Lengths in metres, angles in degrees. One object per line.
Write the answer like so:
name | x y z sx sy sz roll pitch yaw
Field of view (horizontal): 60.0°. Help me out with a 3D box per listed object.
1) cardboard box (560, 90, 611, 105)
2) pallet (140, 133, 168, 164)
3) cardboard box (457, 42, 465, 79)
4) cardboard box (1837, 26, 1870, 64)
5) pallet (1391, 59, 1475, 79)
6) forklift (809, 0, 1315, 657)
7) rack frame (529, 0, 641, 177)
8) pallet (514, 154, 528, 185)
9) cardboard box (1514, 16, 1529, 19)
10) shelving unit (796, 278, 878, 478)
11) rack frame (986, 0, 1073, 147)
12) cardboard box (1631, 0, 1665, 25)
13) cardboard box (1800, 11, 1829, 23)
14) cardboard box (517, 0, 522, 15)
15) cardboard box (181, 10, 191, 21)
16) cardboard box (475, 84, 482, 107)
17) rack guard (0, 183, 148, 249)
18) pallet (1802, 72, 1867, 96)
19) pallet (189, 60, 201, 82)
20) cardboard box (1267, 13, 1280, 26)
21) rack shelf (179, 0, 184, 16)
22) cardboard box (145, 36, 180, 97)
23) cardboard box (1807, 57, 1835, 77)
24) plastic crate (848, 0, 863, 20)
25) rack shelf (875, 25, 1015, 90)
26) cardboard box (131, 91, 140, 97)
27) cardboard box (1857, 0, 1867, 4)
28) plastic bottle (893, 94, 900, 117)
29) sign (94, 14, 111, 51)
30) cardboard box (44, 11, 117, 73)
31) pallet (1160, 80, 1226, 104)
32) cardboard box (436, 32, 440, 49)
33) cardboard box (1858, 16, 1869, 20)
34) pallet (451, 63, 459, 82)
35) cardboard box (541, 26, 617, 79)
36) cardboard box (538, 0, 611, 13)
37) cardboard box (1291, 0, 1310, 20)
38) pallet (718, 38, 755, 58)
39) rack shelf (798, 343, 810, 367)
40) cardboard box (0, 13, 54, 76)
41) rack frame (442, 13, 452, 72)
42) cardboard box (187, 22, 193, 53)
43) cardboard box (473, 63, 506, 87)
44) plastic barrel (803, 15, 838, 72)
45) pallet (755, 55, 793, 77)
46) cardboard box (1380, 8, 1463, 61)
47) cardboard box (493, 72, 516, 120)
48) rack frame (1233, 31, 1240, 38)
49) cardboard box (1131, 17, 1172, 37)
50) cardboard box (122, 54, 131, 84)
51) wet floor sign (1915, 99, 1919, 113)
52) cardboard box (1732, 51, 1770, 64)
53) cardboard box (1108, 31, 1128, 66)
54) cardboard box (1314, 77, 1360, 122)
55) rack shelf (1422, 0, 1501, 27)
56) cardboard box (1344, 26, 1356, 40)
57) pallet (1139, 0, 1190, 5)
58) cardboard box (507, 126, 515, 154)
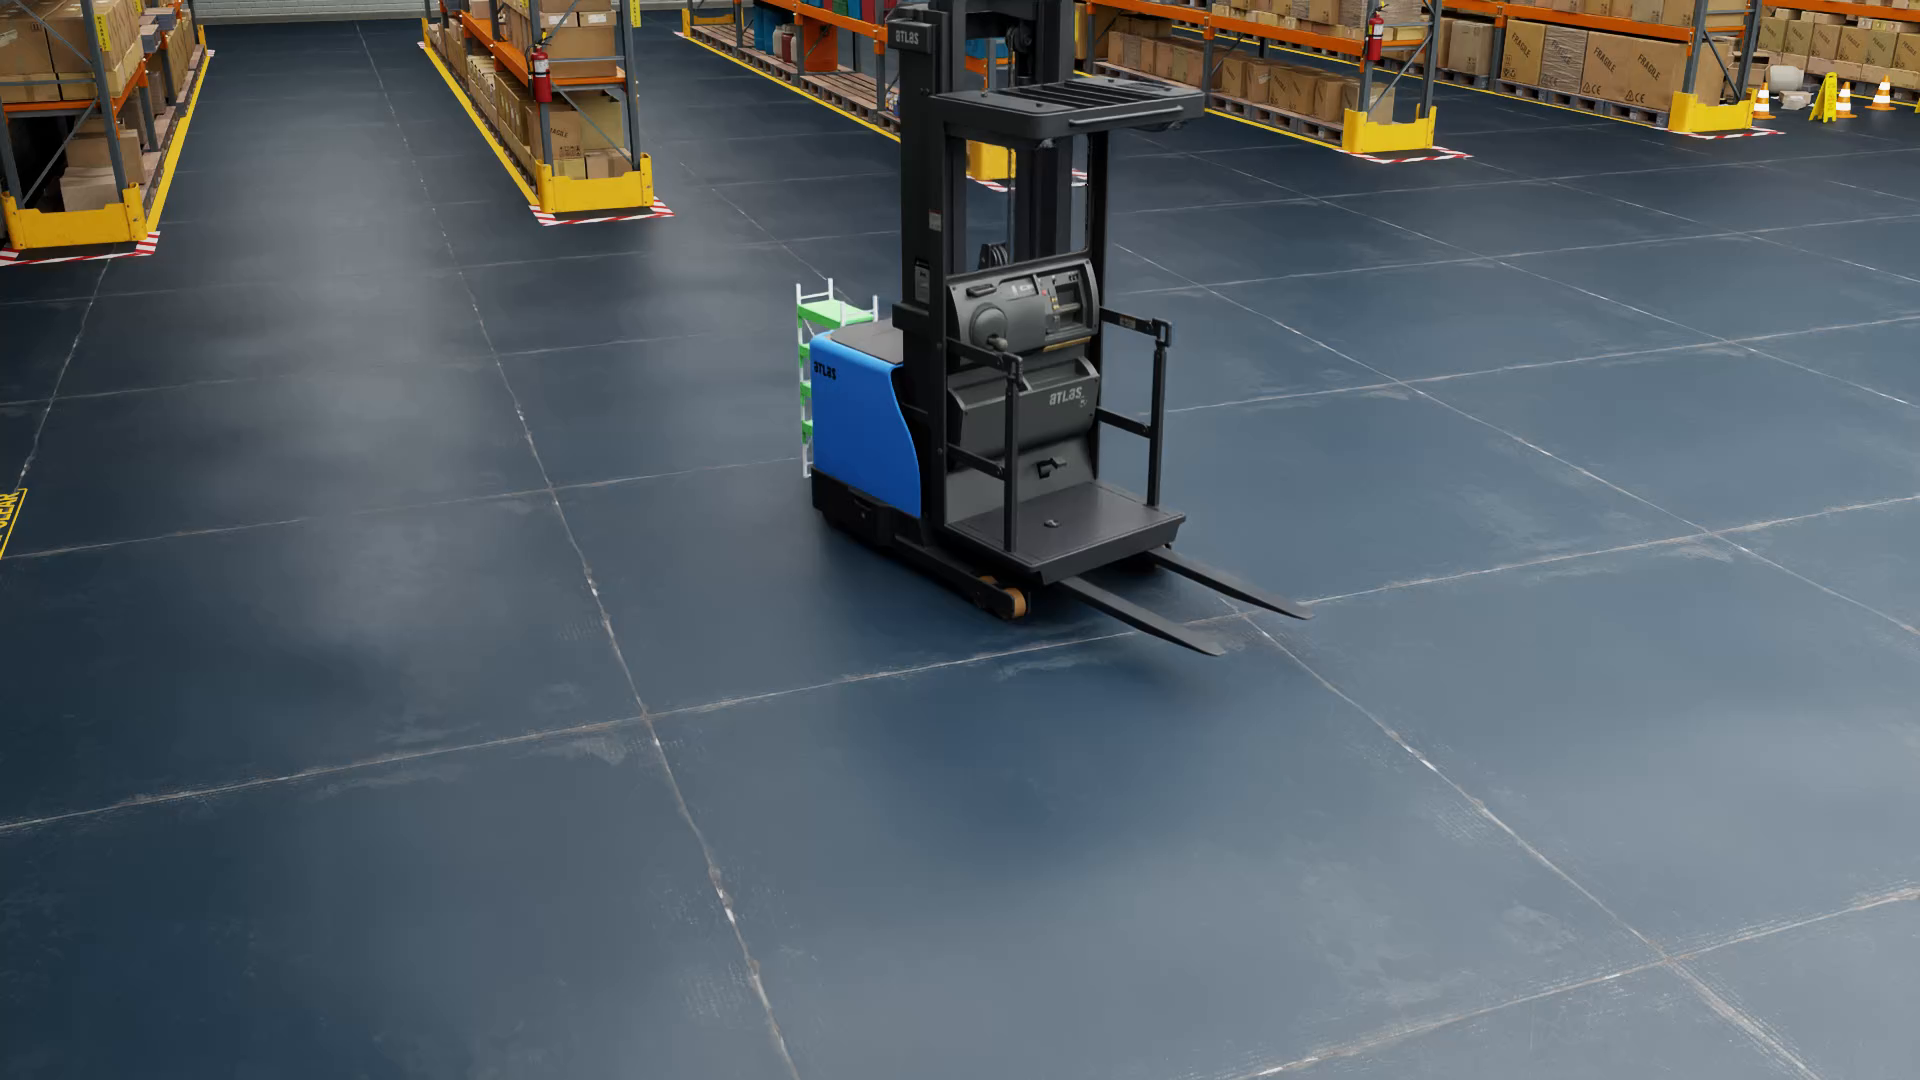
cardboard box | -4.209 -4.790 18.787 0.500 0.500 0.500 -8 24 -19
pallet | -10.183 -4.701 20.133 1.003 0.211 1.213 -8 24 -19
cardboard box | -7.419 -7.385 25.561 0.500 0.500 0.500 -9 25 -21
cardboard box | 13.793 -7.550 25.334 0.500 0.500 0.500 -9 24 -20
pallet | 7.894 -7.815 27.521 1.003 0.211 1.213 -8 24 -19
forklift | 0.465 -1.165 8.241 1.130 2.935 3.031 -17 28 -35
rack frame | -3.860 -4.931 17.088 1.000 3.000 0.127 -8 24 -19
pallet | -4.597 -4.361 19.325 1.003 0.211 1.213 -8 24 -19
cardboard box | 11.376 -10.357 32.156 0.875 0.875 0.875 -8 24 -18
shelving unit | -0.714 -0.887 9.809 0.258 1.200 0.503 -16 27 -33
rack frame | 0.775 -5.610 18.697 1.000 3.000 0.127 -8 24 -19
cardboard box | 9.696 -7.327 22.580 0.875 0.550 0.550 -8 24 -19
cardboard box | 13.394 -8.182 25.998 0.380 0.149 0.250 -7 24 -17
cardboard box | -4.723 -5.952 18.546 0.380 0.149 0.250 -9 24 -20
cardboard box | -13.498 -9.049 28.701 0.380 0.149 0.250 -8 24 -18
cardboard box | -6.408 -6.163 23.011 0.500 0.250 0.500 -9 24 -20
rack guard | -8.520 -3.126 16.023 1.175 0.500 0.348 -8 24 -19
pallet | 13.972 -7.134 25.904 1.003 0.211 1.213 -8 24 -19
pallet | -12.928 -7.612 27.040 1.003 0.211 1.213 -8 24 -19
cardboard box | 4.333 -6.964 22.234 0.380 0.149 0.250 -8 24 -19
rack shelf | -13.439 -9.006 27.681 1.077 0.370 4.000 -8 24 -19
cardboard box | -11.456 -6.645 23.381 0.750 0.750 0.750 -9 24 -20
cardboard box | 13.611 -7.392 25.927 0.500 0.250 0.500 -9 24 -20
plastic crate | -1.319 -7.414 22.998 0.392 0.384 0.575 -8 24 -19
rack shelf | 0.068 -6.005 20.561 1.077 0.370 4.000 -8 24 -19
cardboard box | -10.411 -5.201 20.379 0.700 0.500 0.500 -9 24 -20
cardboard box | 13.826 -8.198 25.161 0.380 0.149 0.250 -8 24 -19
plastic bottle | -0.796 -5.721 21.902 0.152 0.276 0.135 -7 24 -17
sign | -7.986 -4.724 15.481 0.100 0.325 0.005 -8 24 -19
cardboard box | -8.381 -4.751 15.861 0.500 0.500 0.500 -8 24 -19
pallet | 3.719 -6.740 24.970 1.003 0.211 1.213 -8 24 -19
cardboard box | -8.831 -8.696 28.915 0.500 0.311 0.500 -8 24 -19
cardboard box | 17.180 -9.628 30.747 0.875 0.625 0.625 -9 25 -21
pallet | -7.777 -7.716 27.285 1.003 0.211 1.213 -8 24 -19
cardboard box | -4.013 -5.149 17.475 0.700 0.500 0.500 -8 24 -19
cardboard box | -4.032 -5.766 17.269 0.700 0.500 0.500 -8 24 -19
cardboard box | 4.815 -7.029 21.552 0.875 0.500 0.500 -8 24 -19
pallet | -3.760 -8.947 30.205 1.003 0.211 1.213 -8 24 -19
rack shelf | -0.714 -1.049 9.741 0.258 0.148 0.480 -16 27 -33
cardboard box | -8.859 -4.678 15.689 0.500 0.500 0.500 -9 24 -20
rack frame | -8.099 -9.291 27.433 1.000 3.000 0.127 -8 24 -19
cardboard box | -13.450 -8.500 28.234 0.700 0.500 0.500 -9 25 -21
cardboard box | -6.405 -6.417 22.890 0.500 0.311 0.500 -9 24 -20
plastic barrel | -2.240 -7.885 26.350 0.600 0.830 0.708 -8 24 -19
pallet | -2.796 -7.955 27.851 1.003 0.211 1.213 -8 24 -19
cardboard box | 7.701 -8.446 27.782 1.050 0.750 0.750 -8 24 -18
cardboard box | -5.402 -5.445 20.341 0.500 0.500 0.500 -8 24 -19
rack frame | 5.845 -11.293 32.182 1.000 3.000 0.127 -8 24 -19
cardboard box | 3.044 -8.162 26.439 0.500 0.250 0.500 -6 23 -13
cardboard box | -8.740 -4.784 16.905 0.500 0.250 0.500 -9 24 -20
wet floor sign | 13.746 -6.348 23.481 0.267 0.644 0.232 0 23 -1
cardboard box | 12.372 -7.375 26.102 0.500 0.500 0.500 8 24 18
cardboard box | 2.838 -8.006 27.035 0.700 0.500 0.500 -10 25 -22
cardboard box | 4.960 -5.772 21.761 0.500 0.500 0.500 -2 23 -5
rack shelf | 7.965 -8.782 27.149 1.077 0.370 4.000 -8 24 -19
cardboard box | 5.027 -6.339 20.752 0.380 0.149 0.250 -8 24 -19
pallet | 3.320 -8.394 25.550 1.003 0.211 1.213 -8 24 -19
cardboard box | -5.049 -4.736 19.625 0.500 0.250 0.500 -8 24 -19
